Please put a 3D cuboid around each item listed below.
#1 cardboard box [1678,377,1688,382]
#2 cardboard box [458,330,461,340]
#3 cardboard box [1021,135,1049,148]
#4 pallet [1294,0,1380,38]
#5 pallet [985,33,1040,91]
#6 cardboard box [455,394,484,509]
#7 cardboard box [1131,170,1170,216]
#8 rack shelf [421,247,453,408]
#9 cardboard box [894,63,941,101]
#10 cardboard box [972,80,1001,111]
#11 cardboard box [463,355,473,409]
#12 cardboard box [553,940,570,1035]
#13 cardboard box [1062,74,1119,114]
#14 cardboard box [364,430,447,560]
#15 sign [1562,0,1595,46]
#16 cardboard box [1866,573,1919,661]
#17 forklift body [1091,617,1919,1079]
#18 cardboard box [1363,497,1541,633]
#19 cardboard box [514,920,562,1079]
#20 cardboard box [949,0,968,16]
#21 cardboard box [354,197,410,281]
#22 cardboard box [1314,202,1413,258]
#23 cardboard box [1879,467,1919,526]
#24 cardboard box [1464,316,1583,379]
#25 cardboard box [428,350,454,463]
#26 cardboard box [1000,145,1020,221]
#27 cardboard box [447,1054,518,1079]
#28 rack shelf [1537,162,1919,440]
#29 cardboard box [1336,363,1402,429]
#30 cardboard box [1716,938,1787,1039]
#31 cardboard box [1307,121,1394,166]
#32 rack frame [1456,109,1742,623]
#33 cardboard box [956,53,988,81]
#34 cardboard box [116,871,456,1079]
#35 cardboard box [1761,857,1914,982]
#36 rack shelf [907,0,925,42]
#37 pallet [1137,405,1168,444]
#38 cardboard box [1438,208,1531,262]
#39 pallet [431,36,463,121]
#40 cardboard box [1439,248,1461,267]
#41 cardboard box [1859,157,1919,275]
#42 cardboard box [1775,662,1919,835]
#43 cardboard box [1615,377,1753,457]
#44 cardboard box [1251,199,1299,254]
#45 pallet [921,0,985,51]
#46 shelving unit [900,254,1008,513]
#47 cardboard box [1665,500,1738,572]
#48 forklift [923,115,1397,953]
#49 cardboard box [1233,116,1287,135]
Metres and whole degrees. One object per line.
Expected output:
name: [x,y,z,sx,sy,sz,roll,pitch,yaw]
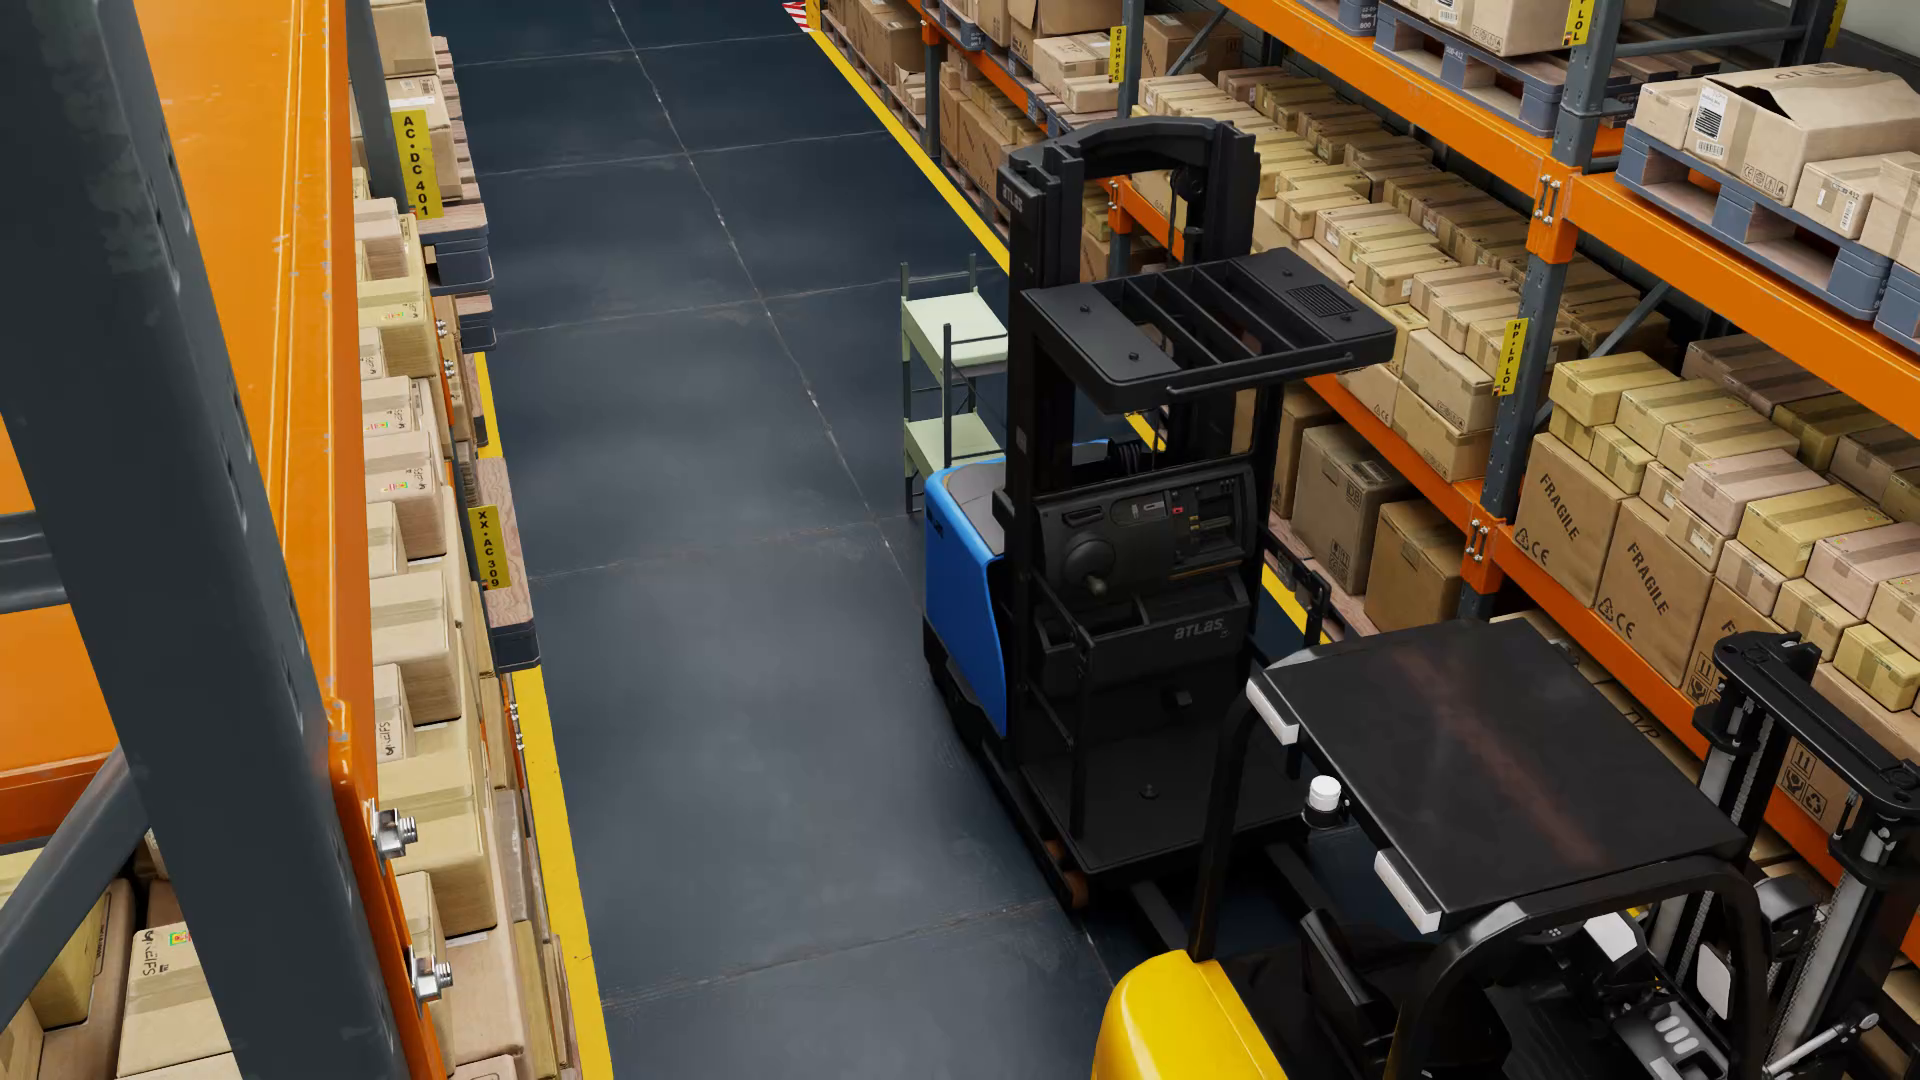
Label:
cardboard box: [2.990,-0.539,6.485,0.380,0.149,0.250,-10,35,-15]
cardboard box: [-2.538,-1.024,7.746,0.380,0.149,0.250,-9,35,-14]
cardboard box: [0.657,-2.773,11.843,0.380,0.149,0.250,-12,35,-17]
pallet: [2.063,-2.697,7.880,1.003,0.211,1.213,-8,34,-13]
pallet: [0.829,-3.392,11.656,1.003,0.211,1.213,-10,35,-15]
cardboard box: [-1.949,-0.151,5.835,0.500,0.500,0.500,-9,35,-14]
cardboard box: [1.330,-2.115,9.686,0.500,0.250,0.500,-10,35,-15]
rack shelf: [-2.689,-1.517,6.576,1.077,0.370,4.000,-10,35,-15]
cardboard box: [-0.352,-4.017,14.527,0.396,0.266,0.258,-9,34,-13]
cardboard box: [0.310,-3.457,12.878,0.380,0.149,0.250,-12,35,-17]
cardboard box: [-3.431,-1.281,9.833,0.875,0.875,0.875,-10,35,-15]
cardboard box: [-1.643,1.722,5.856,0.500,0.250,0.500,-8,34,-13]
cardboard box: [0.861,-2.803,10.437,0.380,0.149,0.250,-9,35,-14]
cardboard box: [-1.211,-0.067,3.234,0.380,0.149,0.250,-10,35,-14]
sign: [2.133,-1.854,5.679,0.100,0.325,0.005,-10,35,-15]
cardboard box: [3.023,0.220,5.067,0.380,0.149,0.250,-10,35,-15]
forklift body: [1.551,1.413,4.980,2.313,2.155,1.214,-10,35,-15]
cardboard box: [2.477,0.191,7.832,0.875,0.625,0.625,-8,34,-13]
cardboard box: [-1.220,1.319,3.992,0.500,0.500,0.500,-11,35,-16]
cardboard box: [0.299,-4.206,12.242,0.700,0.500,0.500,-10,35,-14]
cardboard box: [-1.622,-0.741,4.254,0.380,0.149,0.250,-11,35,-16]
cardboard box: [1.913,-1.472,7.898,0.380,0.149,0.250,-10,35,-14]
cardboard box: [3.359,-0.136,5.605,0.380,0.149,0.250,-11,35,-15]
cardboard box: [2.331,-0.806,6.890,0.380,0.149,0.250,-9,34,-13]
cardboard box: [-1.533,-0.377,4.064,0.500,0.250,0.500,-11,35,-16]
cardboard box: [0.612,-2.579,12.138,0.500,0.500,0.500,-11,35,-16]
cardboard box: [-0.758,0.963,2.037,0.500,0.250,0.500,-11,35,-16]
rack shelf: [3.257,-0.253,4.664,1.077,0.370,4.000,-10,35,-15]
cardboard box: [2.086,-0.773,7.655,0.500,0.250,0.500,-10,35,-15]
cardboard box: [2.952,1.513,5.719,0.500,0.250,0.500,-10,35,-15]
cardboard box: [2.073,-2.096,8.841,0.380,0.149,0.250,-10,35,-15]
rack frame: [2.647,-0.352,6.881,1.000,3.000,0.127,-10,35,-15]
cardboard box: [0.188,-3.718,13.003,0.380,0.149,0.250,-12,35,-17]
cardboard box: [-0.883,0.613,2.204,0.380,0.149,0.250,-10,35,-15]
cardboard box: [2.958,1.316,5.563,0.500,0.250,0.500,-11,35,-16]
rack shelf: [-0.403,-5.302,15.025,1.077,0.370,4.000,-10,35,-15]
pallet: [1.641,-0.850,10.164,1.003,0.211,1.213,-10,35,-15]
cardboard box: [2.487,-1.432,7.836,0.380,0.149,0.250,-10,35,-15]
pallet: [-2.485,-1.575,6.181,1.213,0.211,1.003,-10,35,-15]
cardboard box: [2.447,-1.345,8.066,0.500,0.250,0.500,-11,35,-16]
cardboard box: [2.811,-0.934,4.692,0.396,0.266,0.258,-11,35,-16]
cardboard box: [2.997,0.687,5.218,0.500,0.500,0.500,-10,35,-14]
cardboard box: [2.644,-0.452,6.084,0.380,0.149,0.250,-9,35,-14]
cardboard box: [1.804,-1.519,8.330,0.500,0.250,0.500,-10,35,-14]
pallet: [0.347,-4.034,12.628,1.003,0.211,1.213,-10,35,-15]
shelving unit: [0.002,-0.622,8.651,0.431,1.500,0.755,-10,35,-15]
cardboard box: [2.685,-0.043,5.735,0.380,0.149,0.250,-9,35,-14]
forklift: [0.826,0.023,6.377,1.130,2.935,3.031,-12,35,-18]
cardboard box: [1.521,-2.142,8.911,0.380,0.149,0.250,-10,35,-14]
